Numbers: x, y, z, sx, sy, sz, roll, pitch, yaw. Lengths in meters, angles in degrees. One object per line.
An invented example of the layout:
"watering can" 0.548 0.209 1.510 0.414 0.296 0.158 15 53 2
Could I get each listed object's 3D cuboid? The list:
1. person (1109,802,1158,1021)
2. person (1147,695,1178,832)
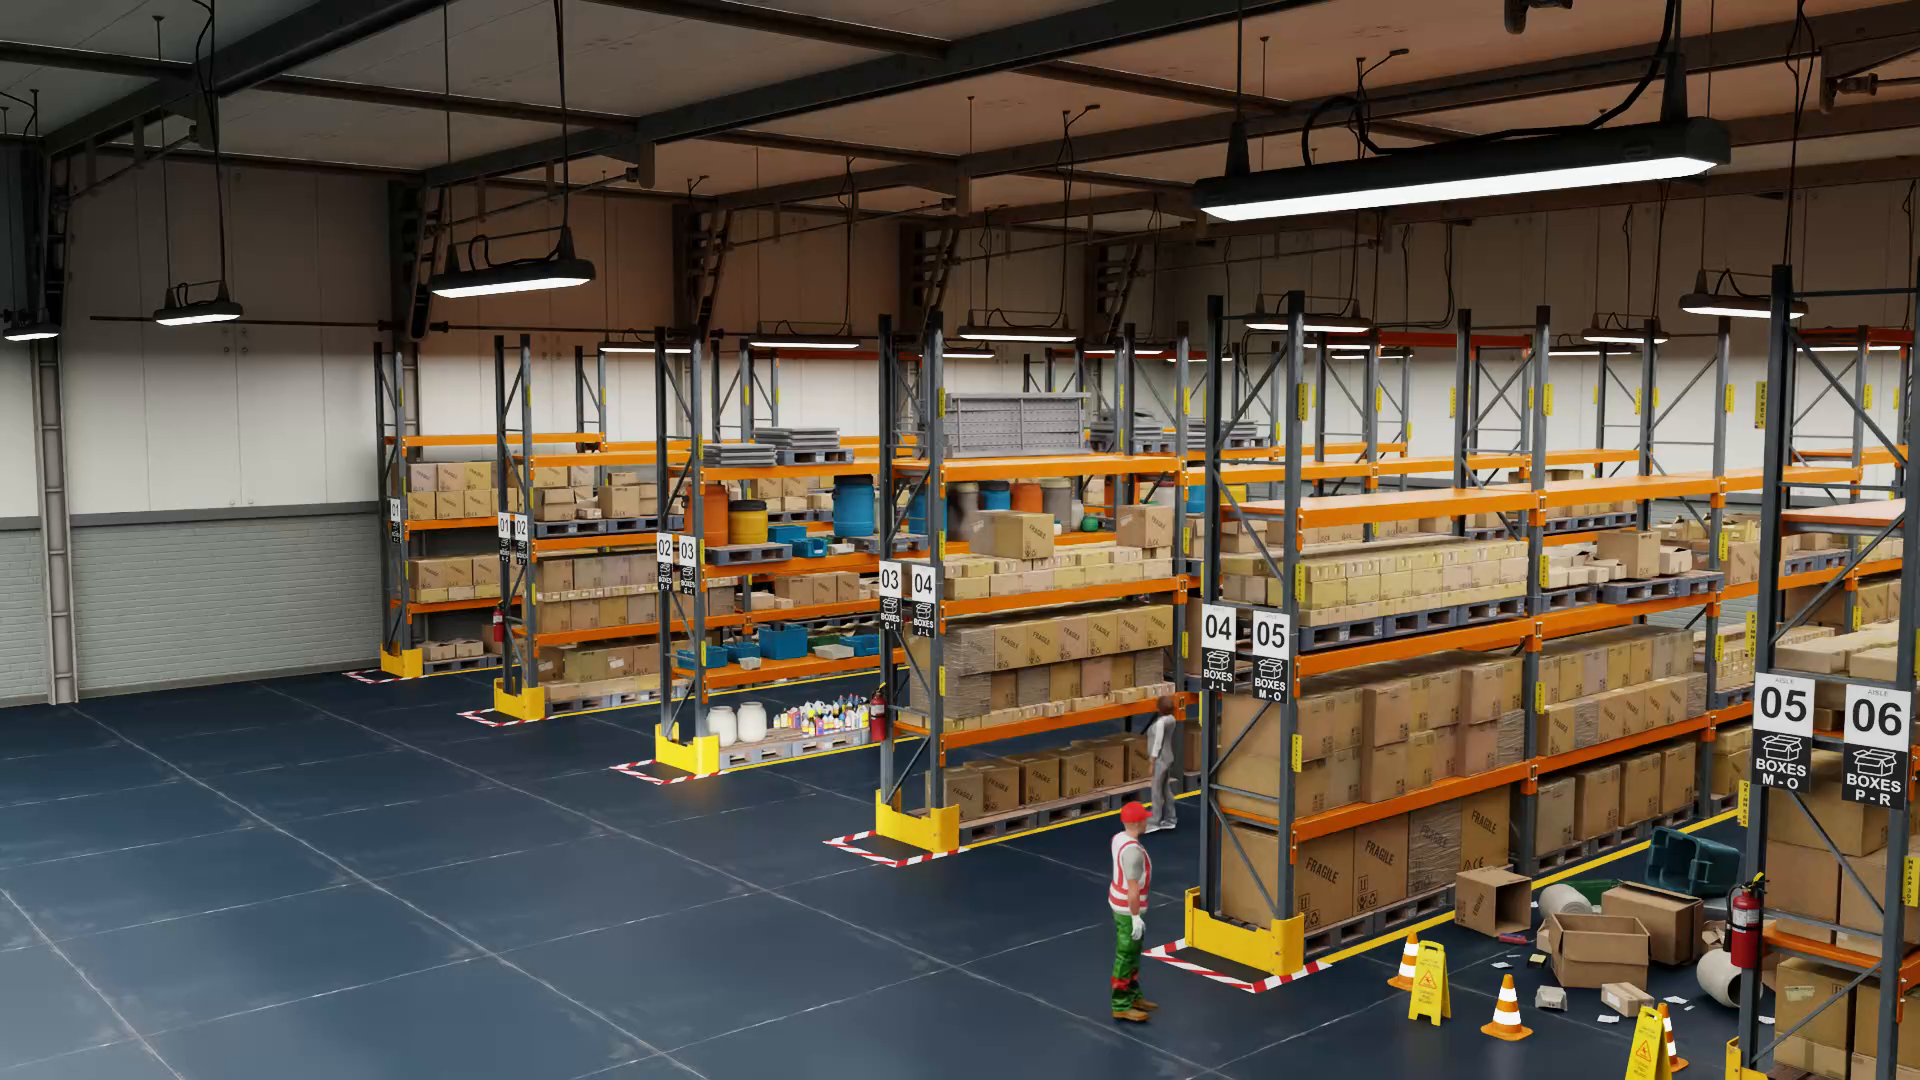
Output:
"person" 1.446 3.036 13.618 0.434 1.812 0.589 0 5 -1
"person" 2.303 2.619 19.411 0.487 1.593 0.430 1 5 9
